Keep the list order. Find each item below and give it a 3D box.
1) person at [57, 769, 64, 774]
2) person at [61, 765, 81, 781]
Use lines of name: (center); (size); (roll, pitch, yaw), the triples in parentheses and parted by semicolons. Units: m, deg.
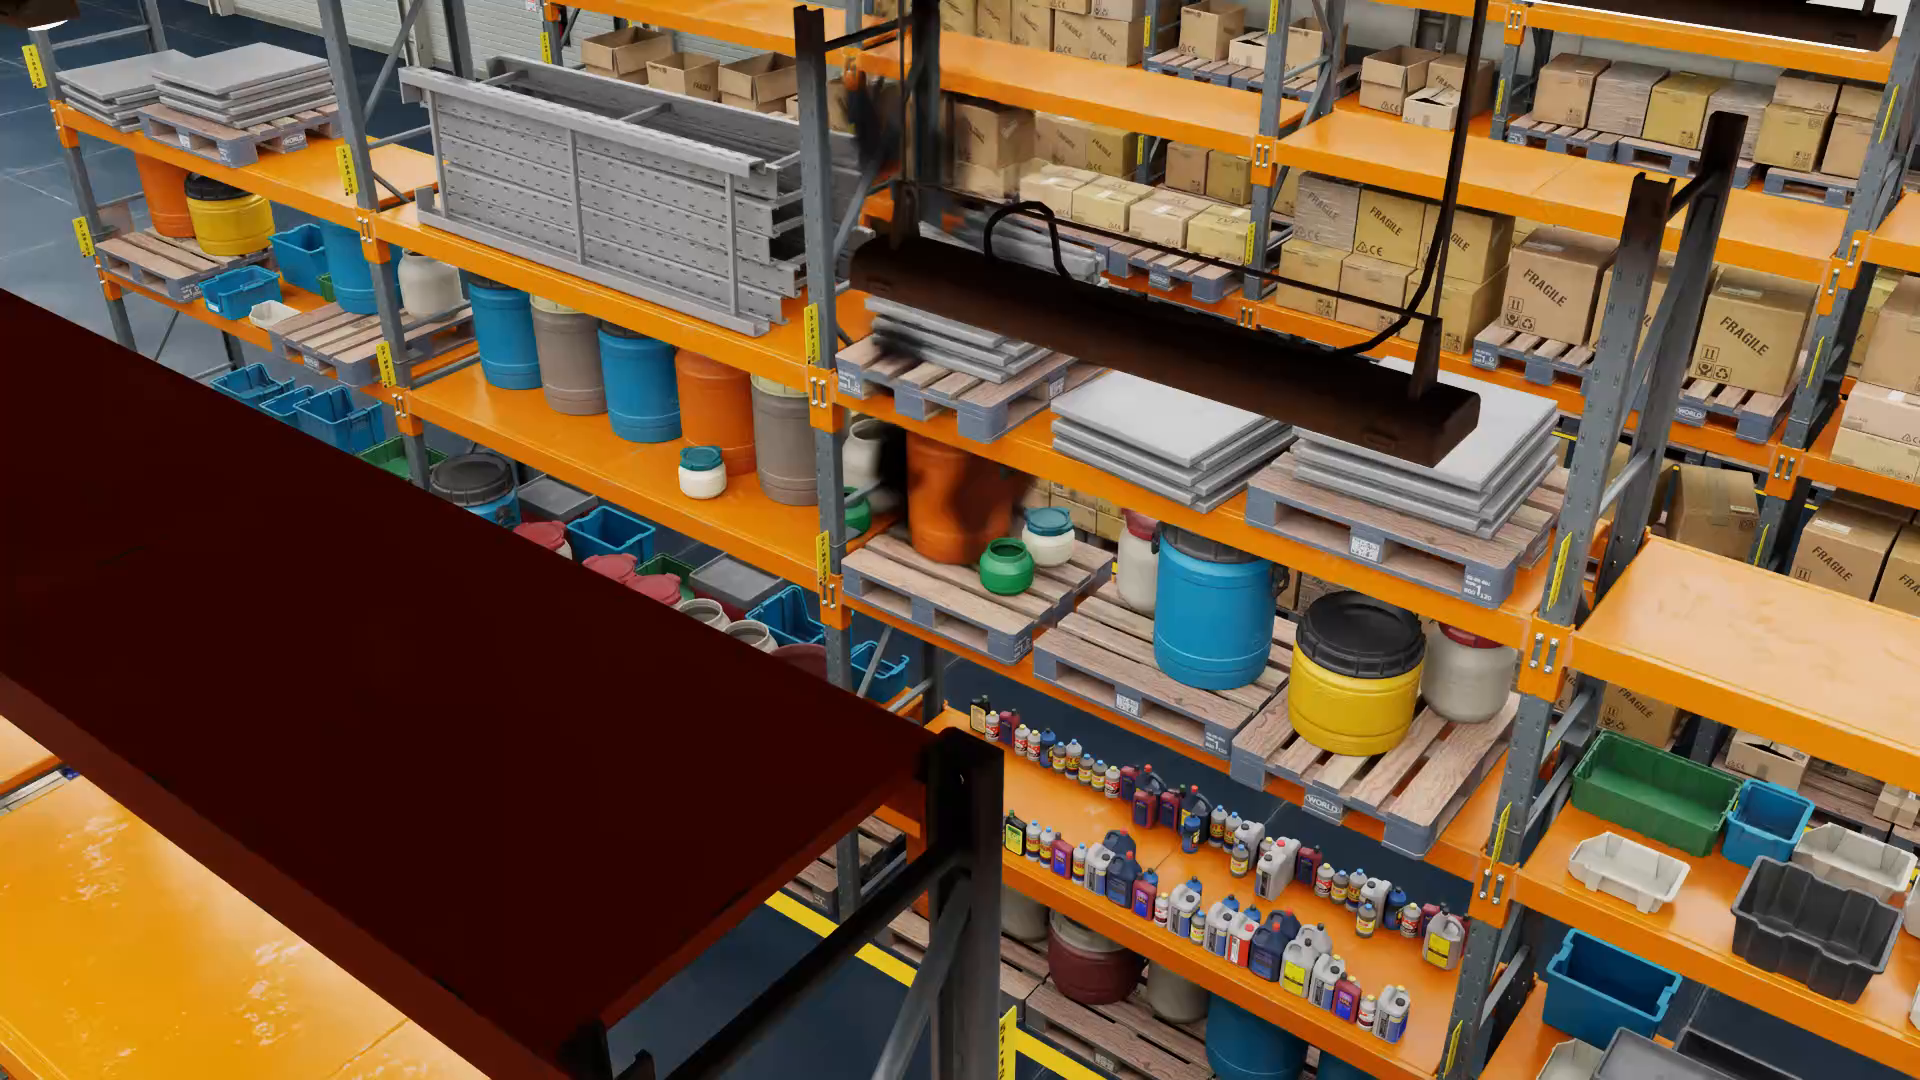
person: (-6.794, 0.950, 11.954); (0.688, 1.668, 0.634); (11, 33, 17)
person: (-5.451, 1.957, 10.626); (0.909, 1.447, 0.539); (19, 36, 28)
